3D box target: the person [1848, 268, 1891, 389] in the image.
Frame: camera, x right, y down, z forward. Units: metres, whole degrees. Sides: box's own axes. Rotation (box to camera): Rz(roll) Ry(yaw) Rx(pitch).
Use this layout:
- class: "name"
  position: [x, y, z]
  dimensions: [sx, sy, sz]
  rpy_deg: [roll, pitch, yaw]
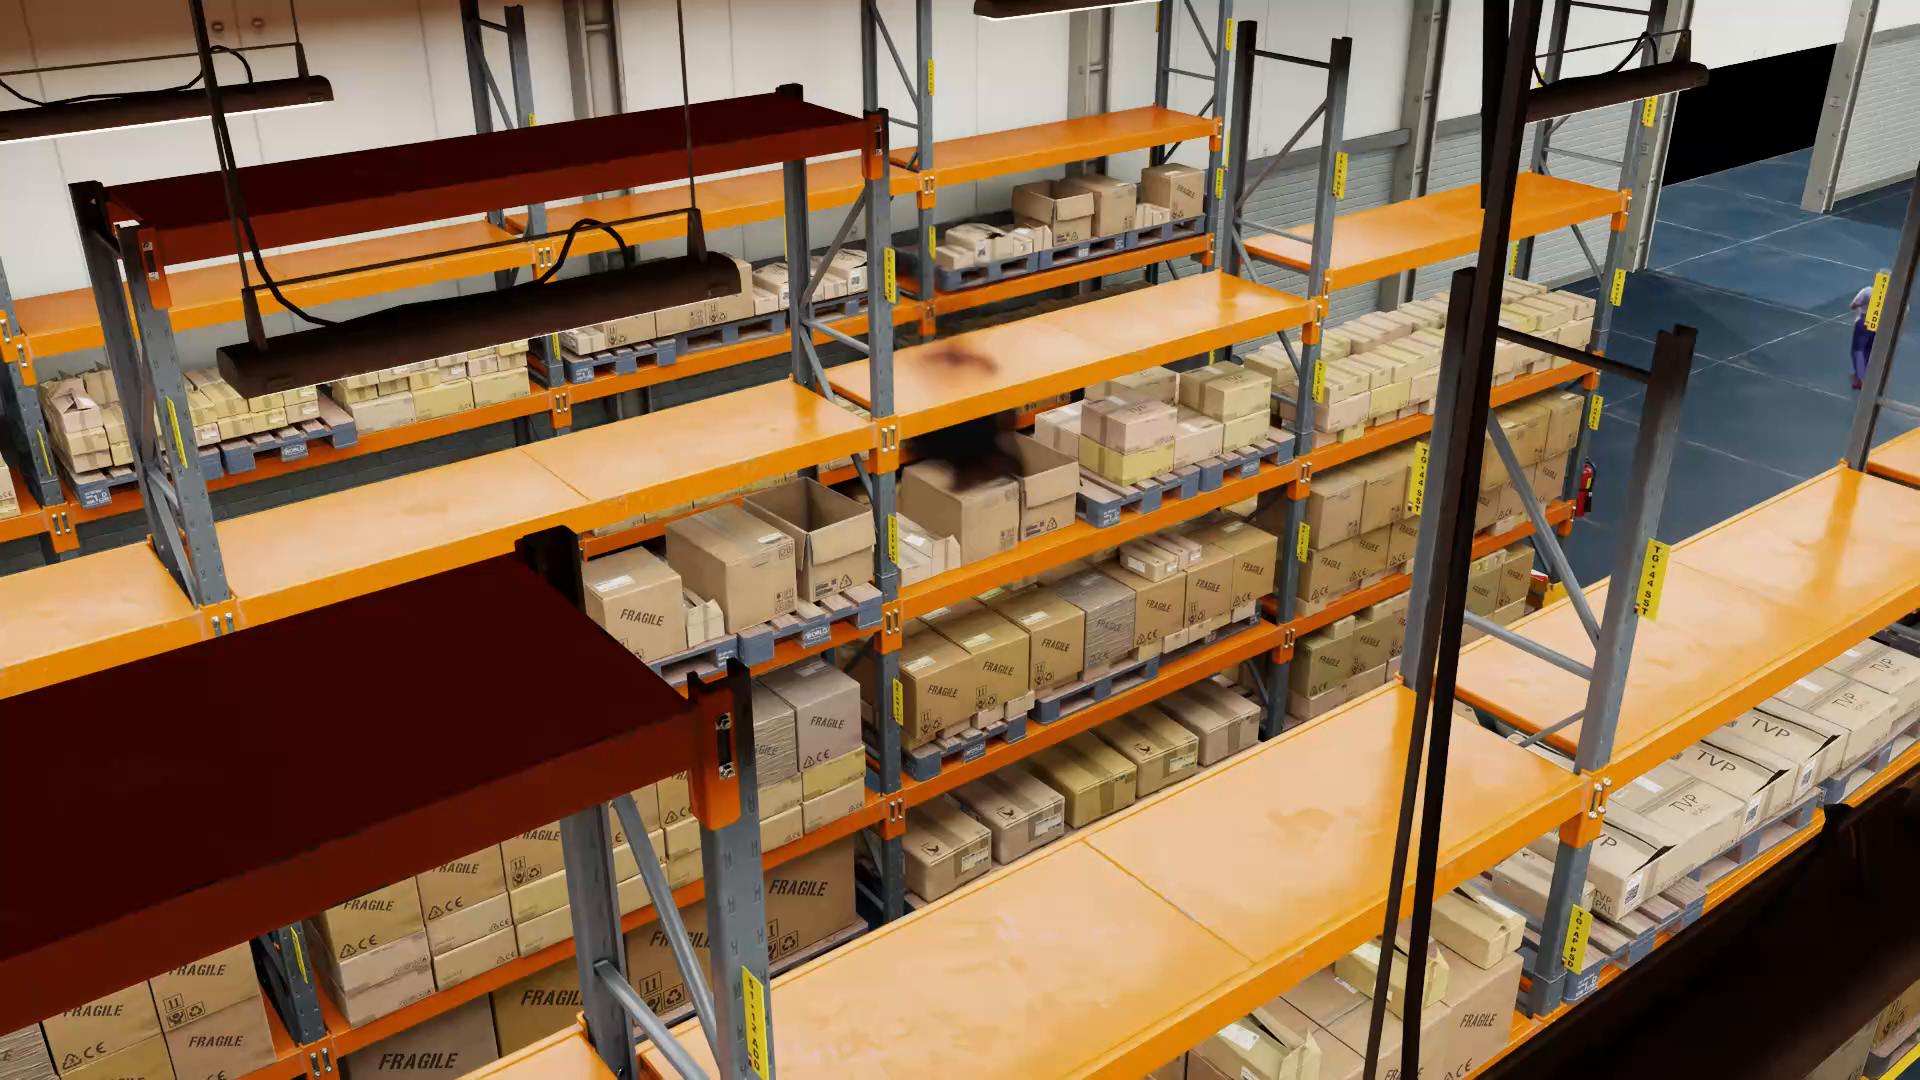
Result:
- class: "person"
  position: [11.994, -2.789, 21.901]
  dimensions: [0.607, 1.636, 0.941]
  rpy_deg: [5, 26, 10]
